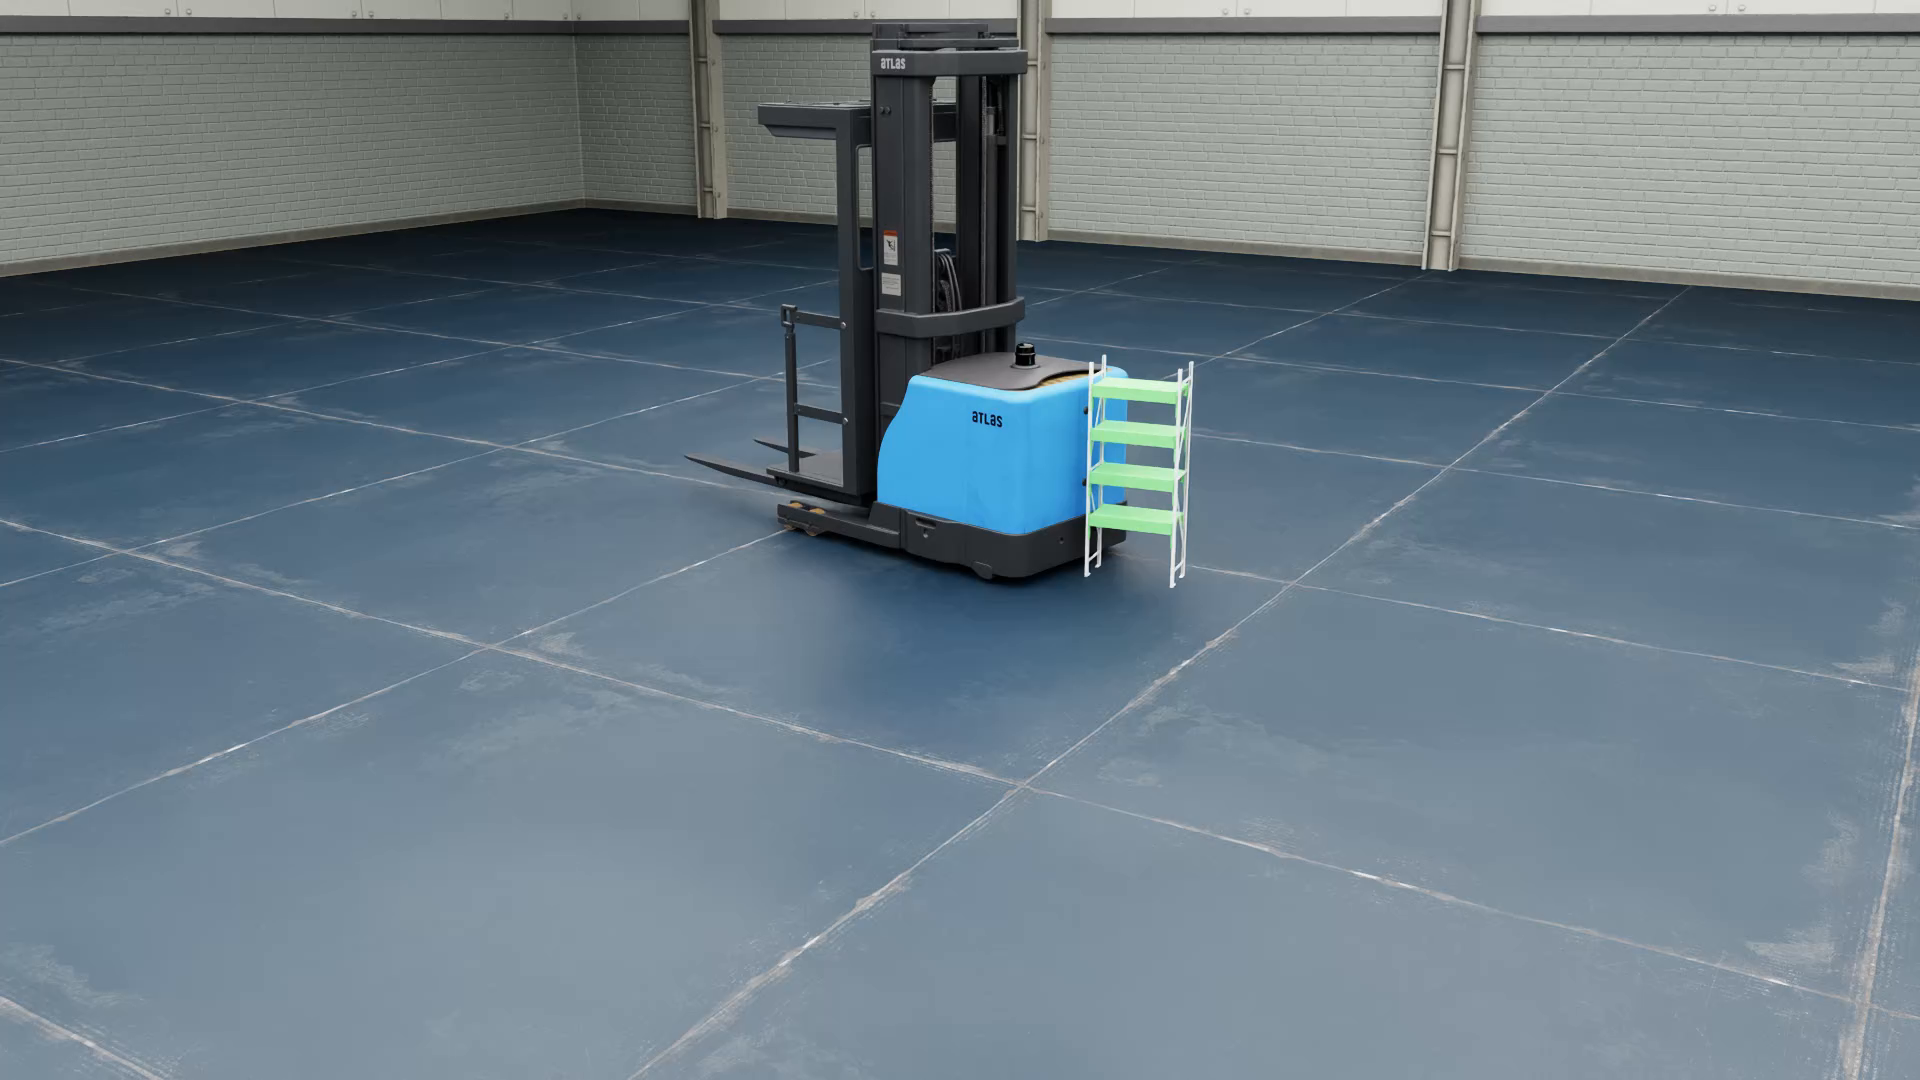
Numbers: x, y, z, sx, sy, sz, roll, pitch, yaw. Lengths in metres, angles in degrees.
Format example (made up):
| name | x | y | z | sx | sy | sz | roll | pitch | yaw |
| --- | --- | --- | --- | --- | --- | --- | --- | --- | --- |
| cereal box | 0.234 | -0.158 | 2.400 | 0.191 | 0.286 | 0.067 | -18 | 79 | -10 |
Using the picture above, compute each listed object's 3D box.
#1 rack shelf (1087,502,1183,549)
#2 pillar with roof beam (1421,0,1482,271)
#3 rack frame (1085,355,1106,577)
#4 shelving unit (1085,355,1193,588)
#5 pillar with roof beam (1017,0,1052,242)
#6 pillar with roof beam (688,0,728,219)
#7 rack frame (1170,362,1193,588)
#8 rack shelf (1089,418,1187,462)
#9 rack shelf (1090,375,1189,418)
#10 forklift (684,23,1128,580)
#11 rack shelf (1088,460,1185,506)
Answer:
| name | x | y | z | sx | sy | sz | roll | pitch | yaw |
| --- | --- | --- | --- | --- | --- | --- | --- | --- | --- |
| rack shelf | 0.969 | -0.084 | 9.139 | 0.480 | 0.148 | 0.258 | 7 | 18 | 22 |
| pillar with roof beam | 3.909 | -6.722 | 16.528 | 0.400 | 9.000 | 9.100 | 10 | 20 | 30 |
| rack frame | 0.744 | -0.402 | 9.141 | 0.015 | 1.200 | 0.240 | 7 | 18 | 22 |
| shelving unit | 0.969 | -0.375 | 9.050 | 0.503 | 1.200 | 0.258 | 7 | 18 | 22 |
| pillar with roof beam | -1.203 | -7.635 | 19.532 | 0.400 | 9.000 | 9.100 | 10 | 20 | 30 |
| pillar with roof beam | -6.316 | -8.547 | 22.537 | 0.400 | 9.000 | 9.100 | 10 | 20 | 30 |
| rack frame | 1.194 | -0.347 | 8.960 | 0.015 | 1.200 | 0.240 | 7 | 18 | 22 |
| rack shelf | 0.969 | -0.543 | 8.999 | 0.480 | 0.148 | 0.258 | 7 | 18 | 22 |
| rack shelf | 0.969 | -0.773 | 8.929 | 0.480 | 0.148 | 0.258 | 7 | 18 | 22 |
| forklift | -0.469 | -1.525 | 9.858 | 3.031 | 2.935 | 1.130 | 15 | 22 | 40 |
| rack shelf | 0.969 | -0.314 | 9.069 | 0.480 | 0.148 | 0.258 | 7 | 18 | 22 |
